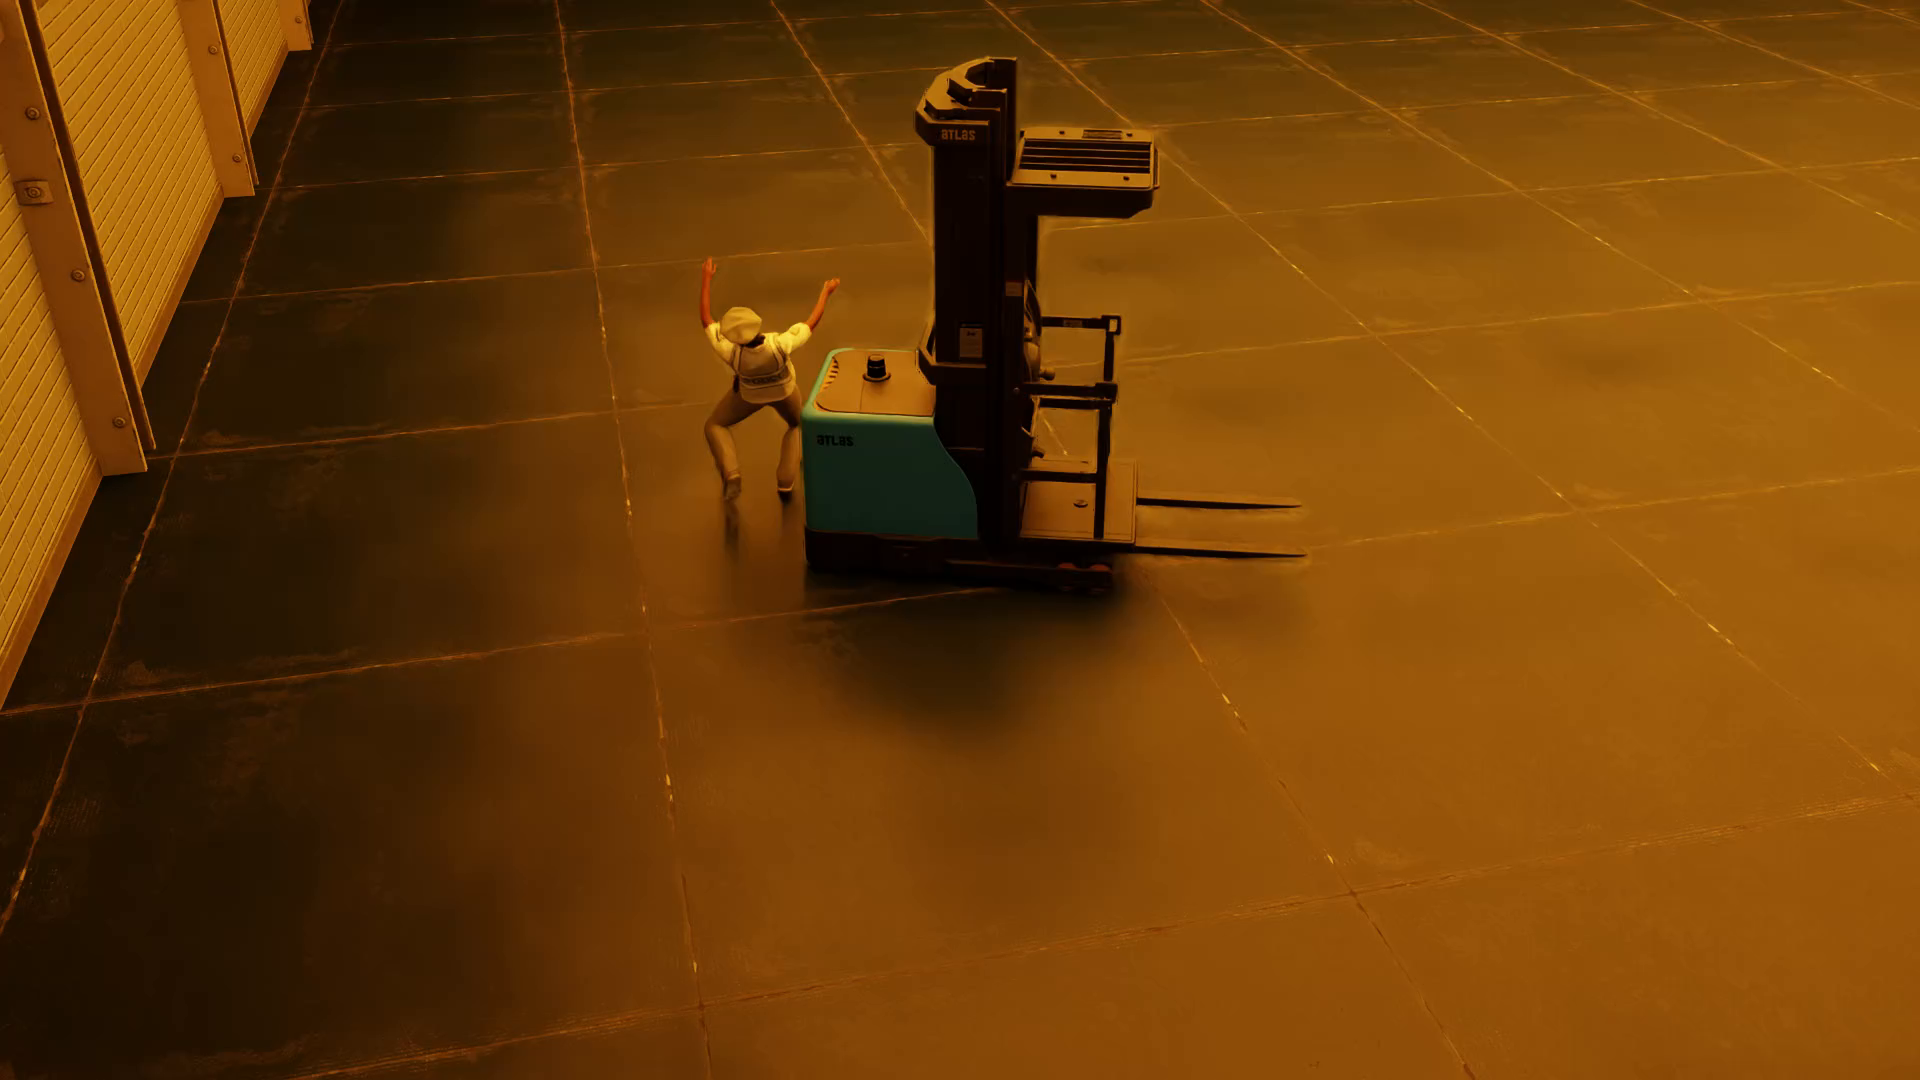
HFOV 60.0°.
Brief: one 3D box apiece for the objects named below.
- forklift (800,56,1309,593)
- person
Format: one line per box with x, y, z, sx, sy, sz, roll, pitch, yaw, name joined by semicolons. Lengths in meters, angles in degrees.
0.607;-1.236;9.709;3.031;2.935;1.130;3;30;5;forklift
-1.159;-1.000;10.620;0.946;1.579;0.691;-8;31;-13;person
